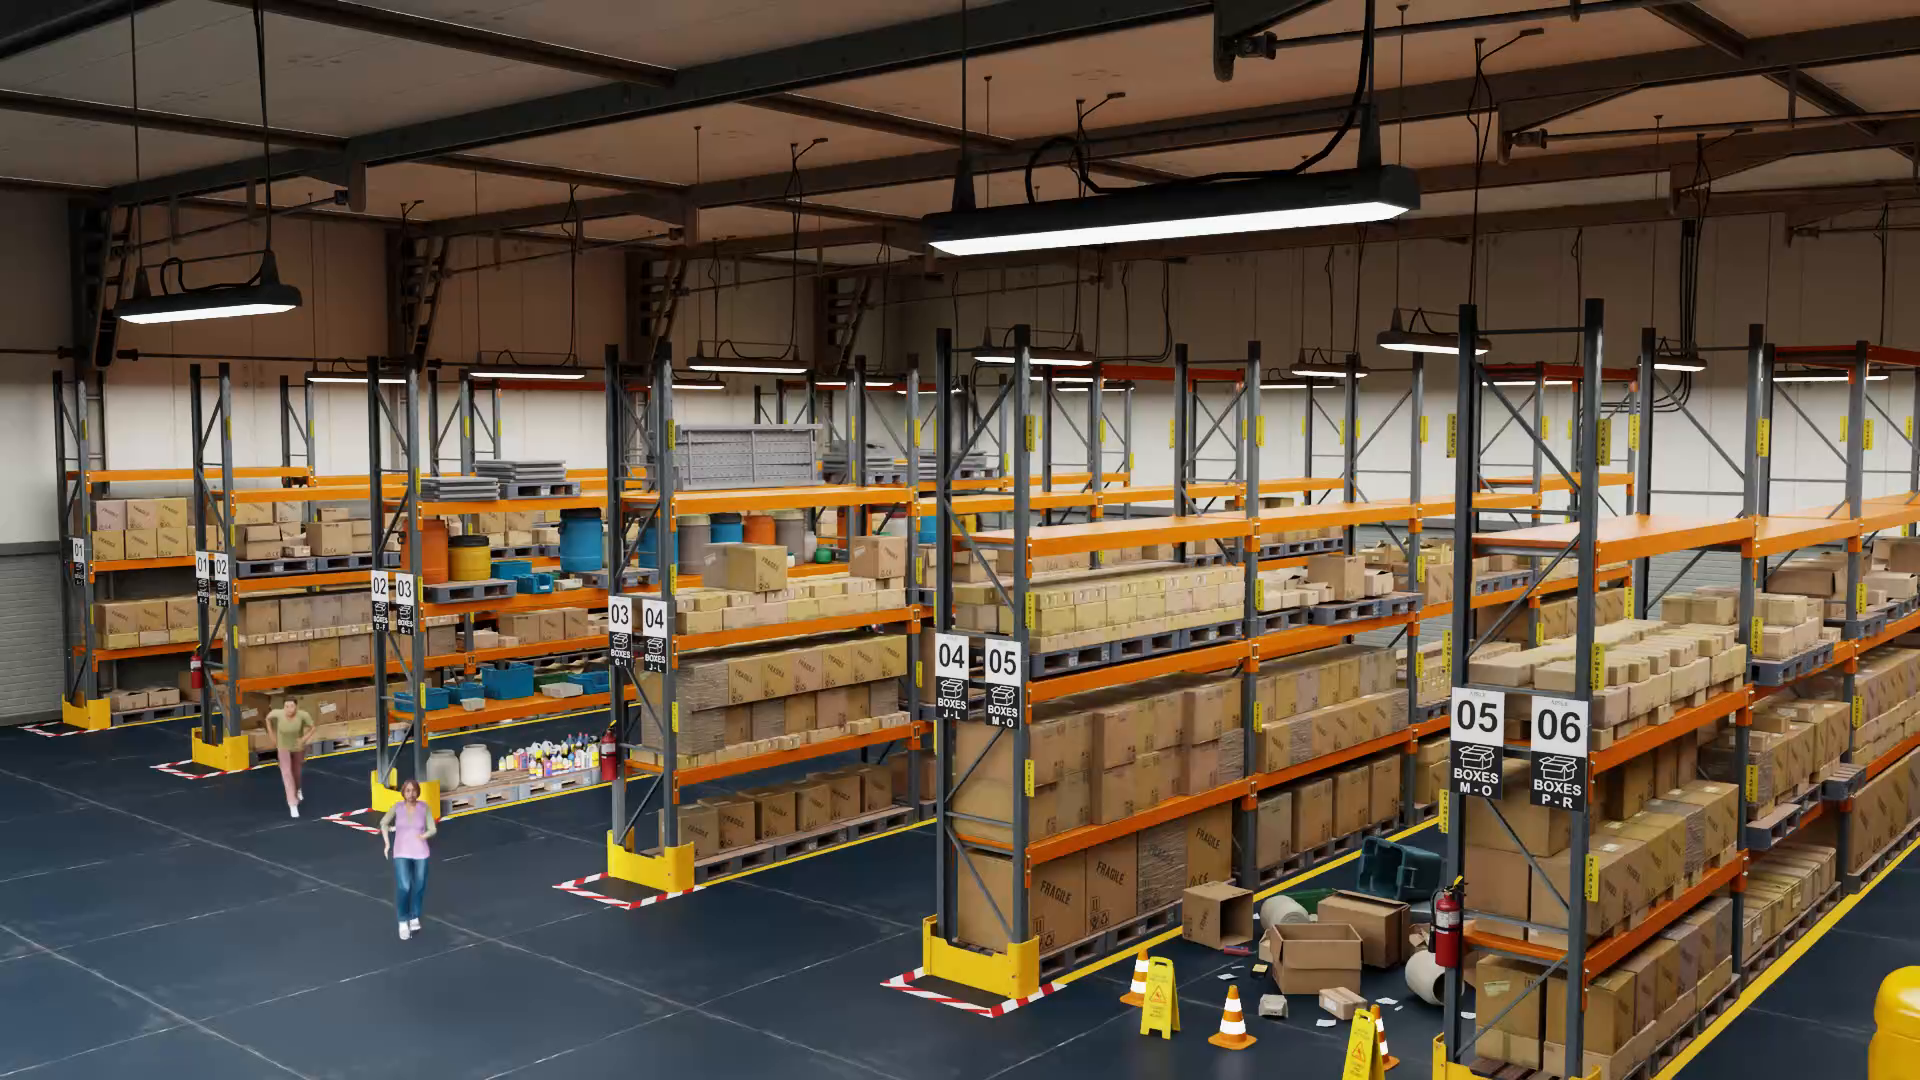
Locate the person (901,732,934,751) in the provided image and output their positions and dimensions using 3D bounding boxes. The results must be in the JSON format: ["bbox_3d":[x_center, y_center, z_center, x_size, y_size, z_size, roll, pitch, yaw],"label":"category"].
[{"bbox_3d":[-0.565,2.550,24.750,0.650,1.739,0.967,3,5,34],"label":"person"}]

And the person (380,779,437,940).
[{"bbox_3d":[-5.470,3.169,16.541,0.510,1.593,0.663,-2,5,-25],"label":"person"}]

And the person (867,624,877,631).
[{"bbox_3d":[-1.720,2.097,31.011,0.920,1.684,0.617,-3,5,-39],"label":"person"}]

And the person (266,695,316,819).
[{"bbox_3d":[-8.833,2.801,21.996,0.615,1.625,1.003,-1,4,-17],"label":"person"}]
